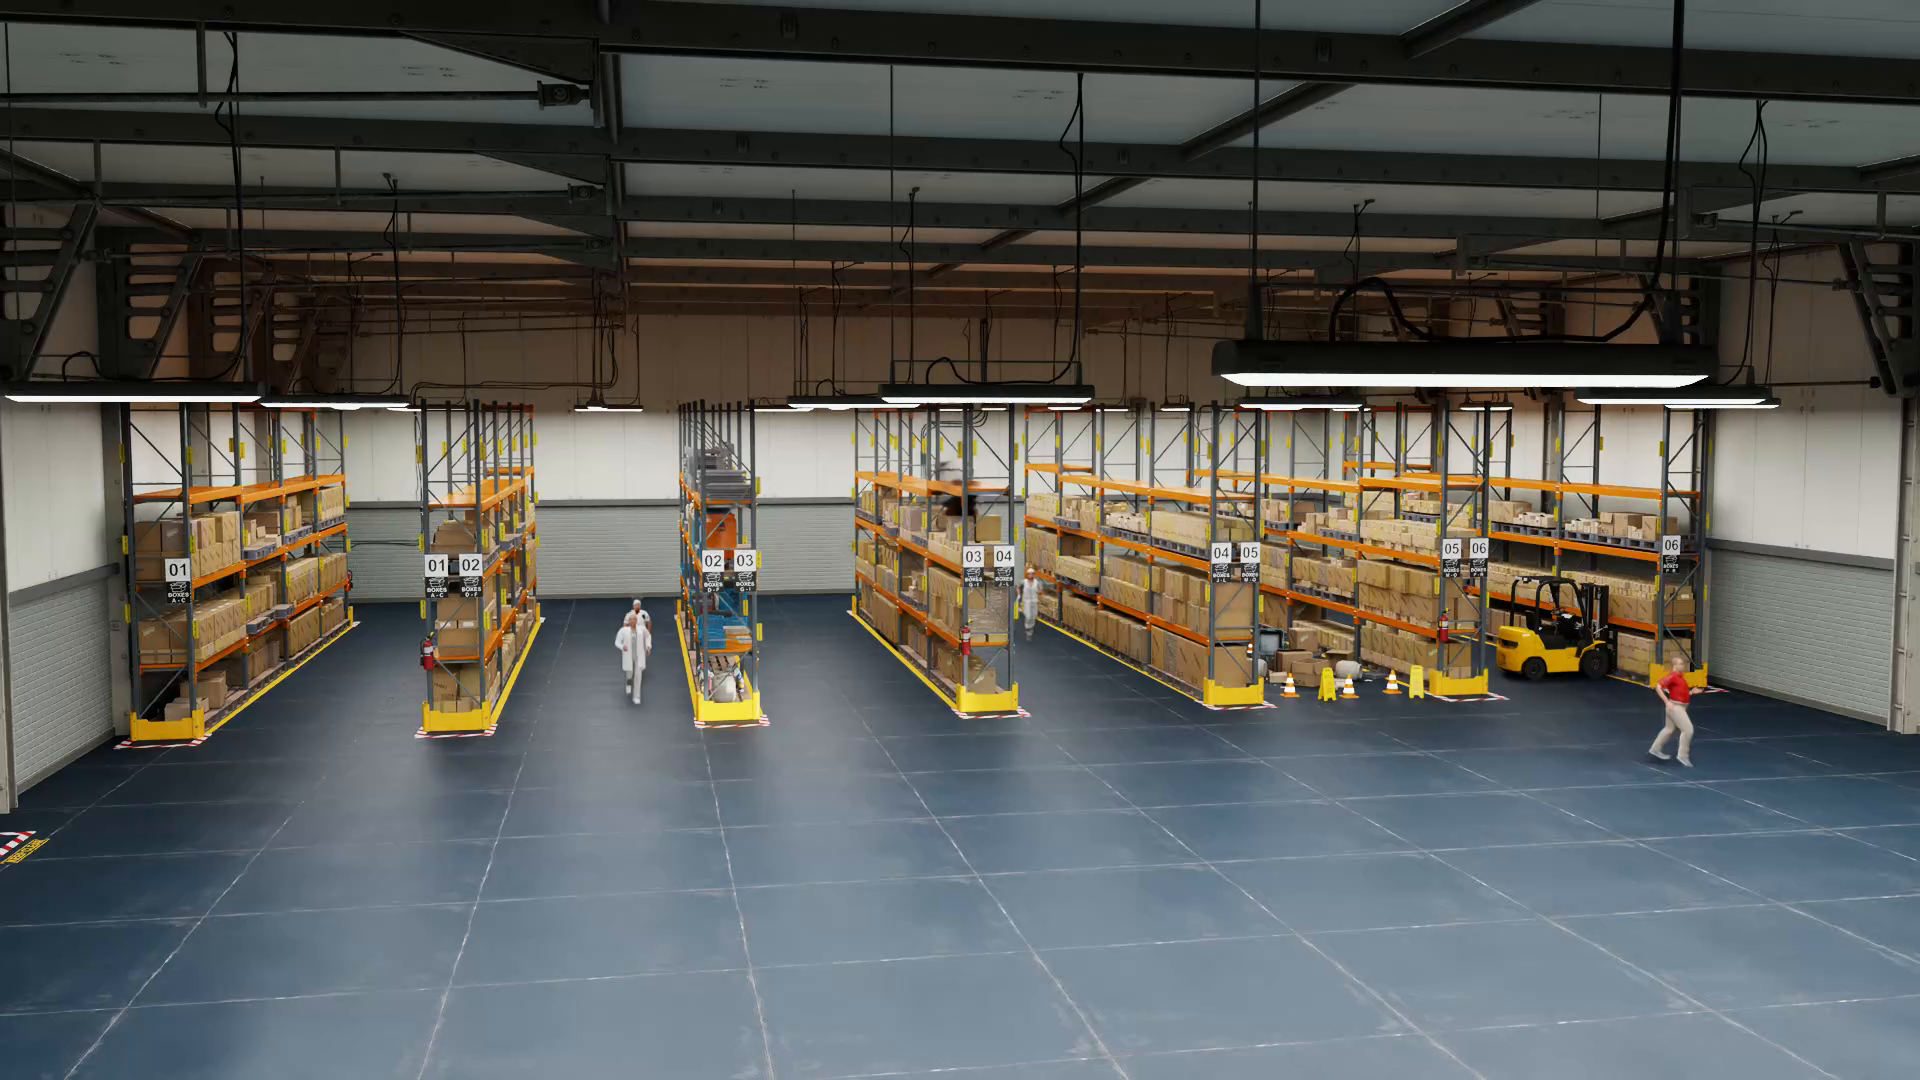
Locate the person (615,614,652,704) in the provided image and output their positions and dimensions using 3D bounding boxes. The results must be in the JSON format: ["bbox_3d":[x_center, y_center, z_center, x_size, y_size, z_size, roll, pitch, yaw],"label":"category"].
[{"bbox_3d":[-6.479,2.342,33.073,0.724,1.742,1.014,-1,4,-15],"label":"person"}]

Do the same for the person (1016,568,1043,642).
[{"bbox_3d":[1.783,1.633,42.212,0.653,1.838,0.830,-1,4,-10],"label":"person"}]

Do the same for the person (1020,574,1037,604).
[{"bbox_3d":[2.194,1.148,49.877,0.719,1.632,0.585,-2,5,-20],"label":"person"}]

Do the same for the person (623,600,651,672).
[{"bbox_3d":[-7.118,2.135,36.698,0.603,1.628,0.573,-1,4,-12],"label":"person"}]

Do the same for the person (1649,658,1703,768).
[{"bbox_3d":[11.700,2.820,27.193,0.794,1.805,0.638,2,5,28],"label":"person"}]
